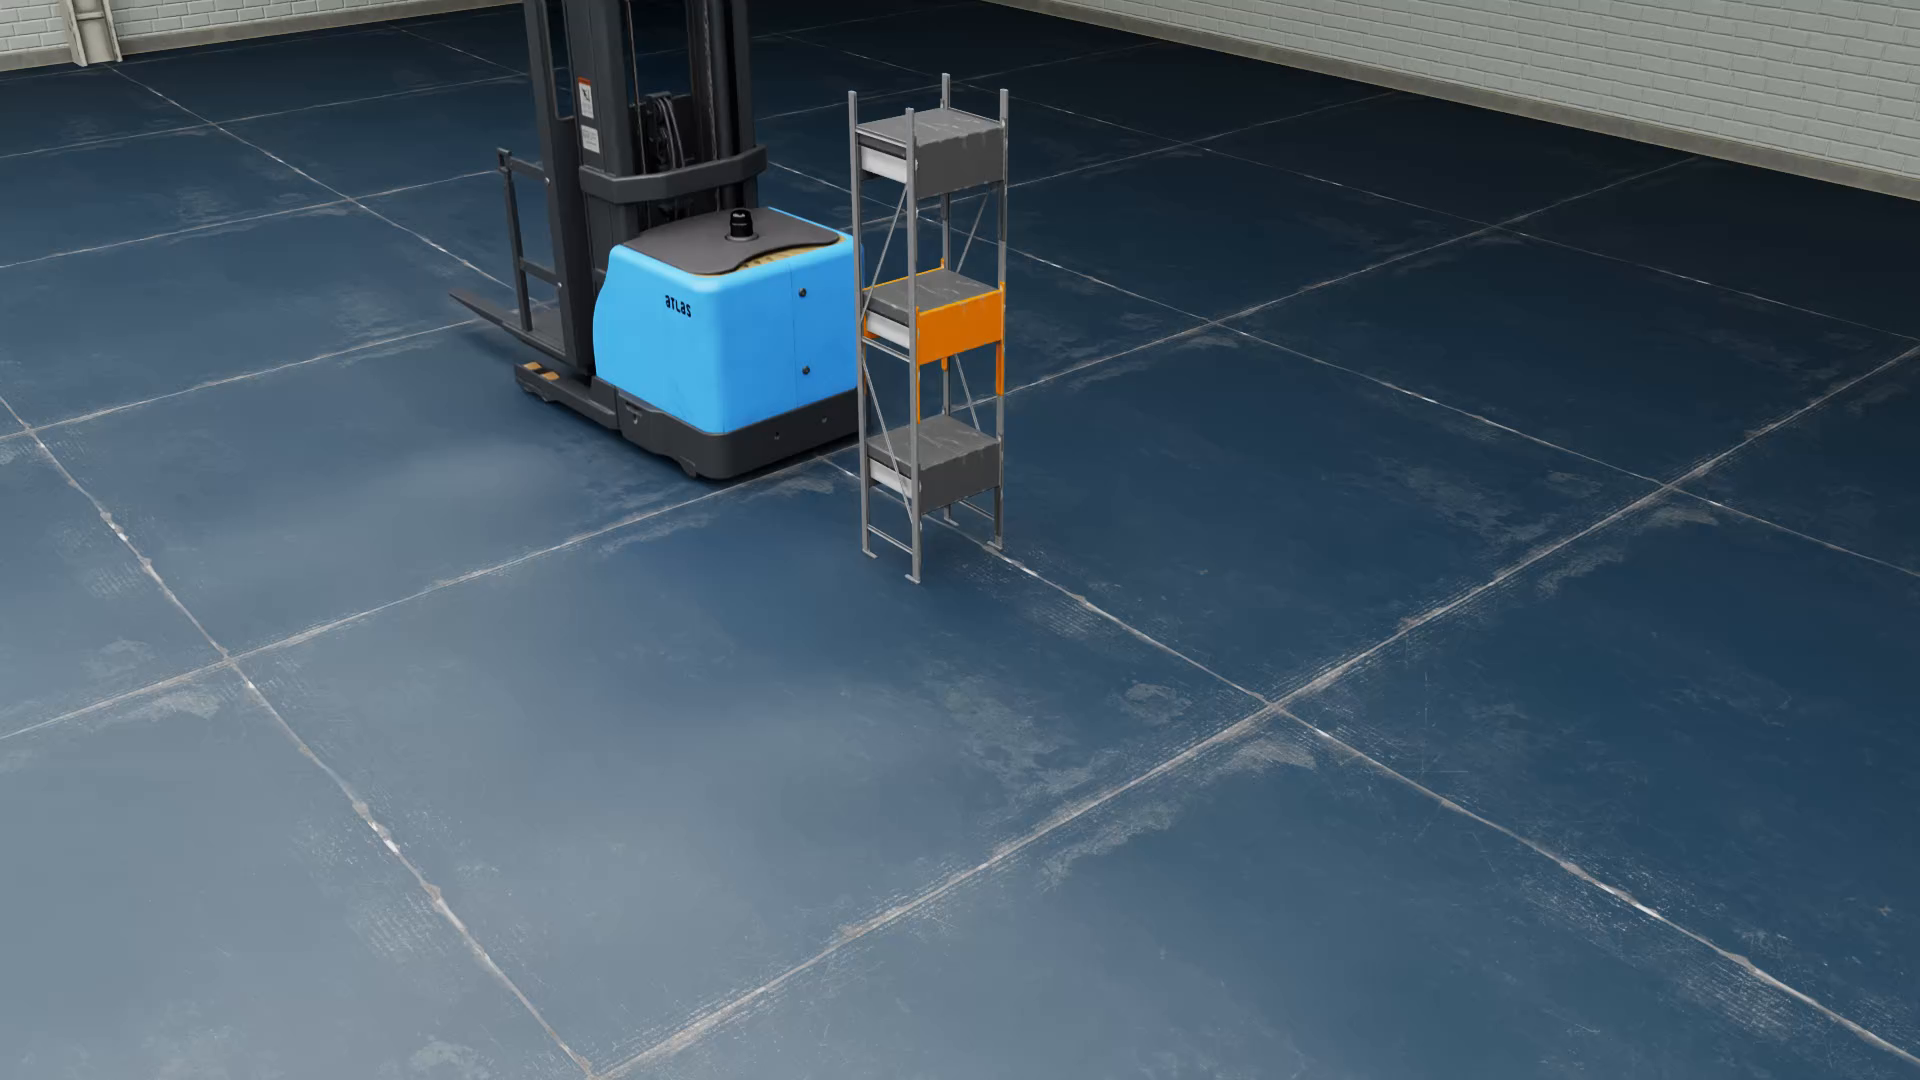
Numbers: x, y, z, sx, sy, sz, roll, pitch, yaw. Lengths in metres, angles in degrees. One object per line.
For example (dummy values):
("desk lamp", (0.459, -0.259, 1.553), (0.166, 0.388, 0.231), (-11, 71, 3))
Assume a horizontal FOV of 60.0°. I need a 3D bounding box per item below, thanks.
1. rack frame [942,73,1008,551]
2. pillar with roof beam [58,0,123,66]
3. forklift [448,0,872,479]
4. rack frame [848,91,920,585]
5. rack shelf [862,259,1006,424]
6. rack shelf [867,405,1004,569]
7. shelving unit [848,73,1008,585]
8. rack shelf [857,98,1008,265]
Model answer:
("rack frame", (0.060, -0.950, 7.300), (0.015, 2.100, 0.400), (-22, 35, -35))
("pillar with roof beam", (-5.920, -7.266, 11.800), (0.400, 9.000, 9.100), (-22, 35, -35))
("forklift", (-1.836, -2.197, 8.751), (1.130, 2.935, 3.031), (-24, 36, -37))
("rack frame", (-0.312, -0.801, 7.021), (0.015, 2.100, 0.400), (-22, 35, -35))
("rack shelf", (-0.126, -0.863, 7.167), (0.480, 0.518, 0.431), (-22, 35, -35))
("rack shelf", (-0.126, -0.246, 7.497), (0.480, 0.518, 0.431), (-22, 35, -35))
("shelving unit", (-0.126, -0.875, 7.160), (0.503, 2.100, 0.431), (-22, 35, -35))
("rack shelf", (-0.126, -1.481, 6.837), (0.480, 0.518, 0.431), (-22, 35, -35))
